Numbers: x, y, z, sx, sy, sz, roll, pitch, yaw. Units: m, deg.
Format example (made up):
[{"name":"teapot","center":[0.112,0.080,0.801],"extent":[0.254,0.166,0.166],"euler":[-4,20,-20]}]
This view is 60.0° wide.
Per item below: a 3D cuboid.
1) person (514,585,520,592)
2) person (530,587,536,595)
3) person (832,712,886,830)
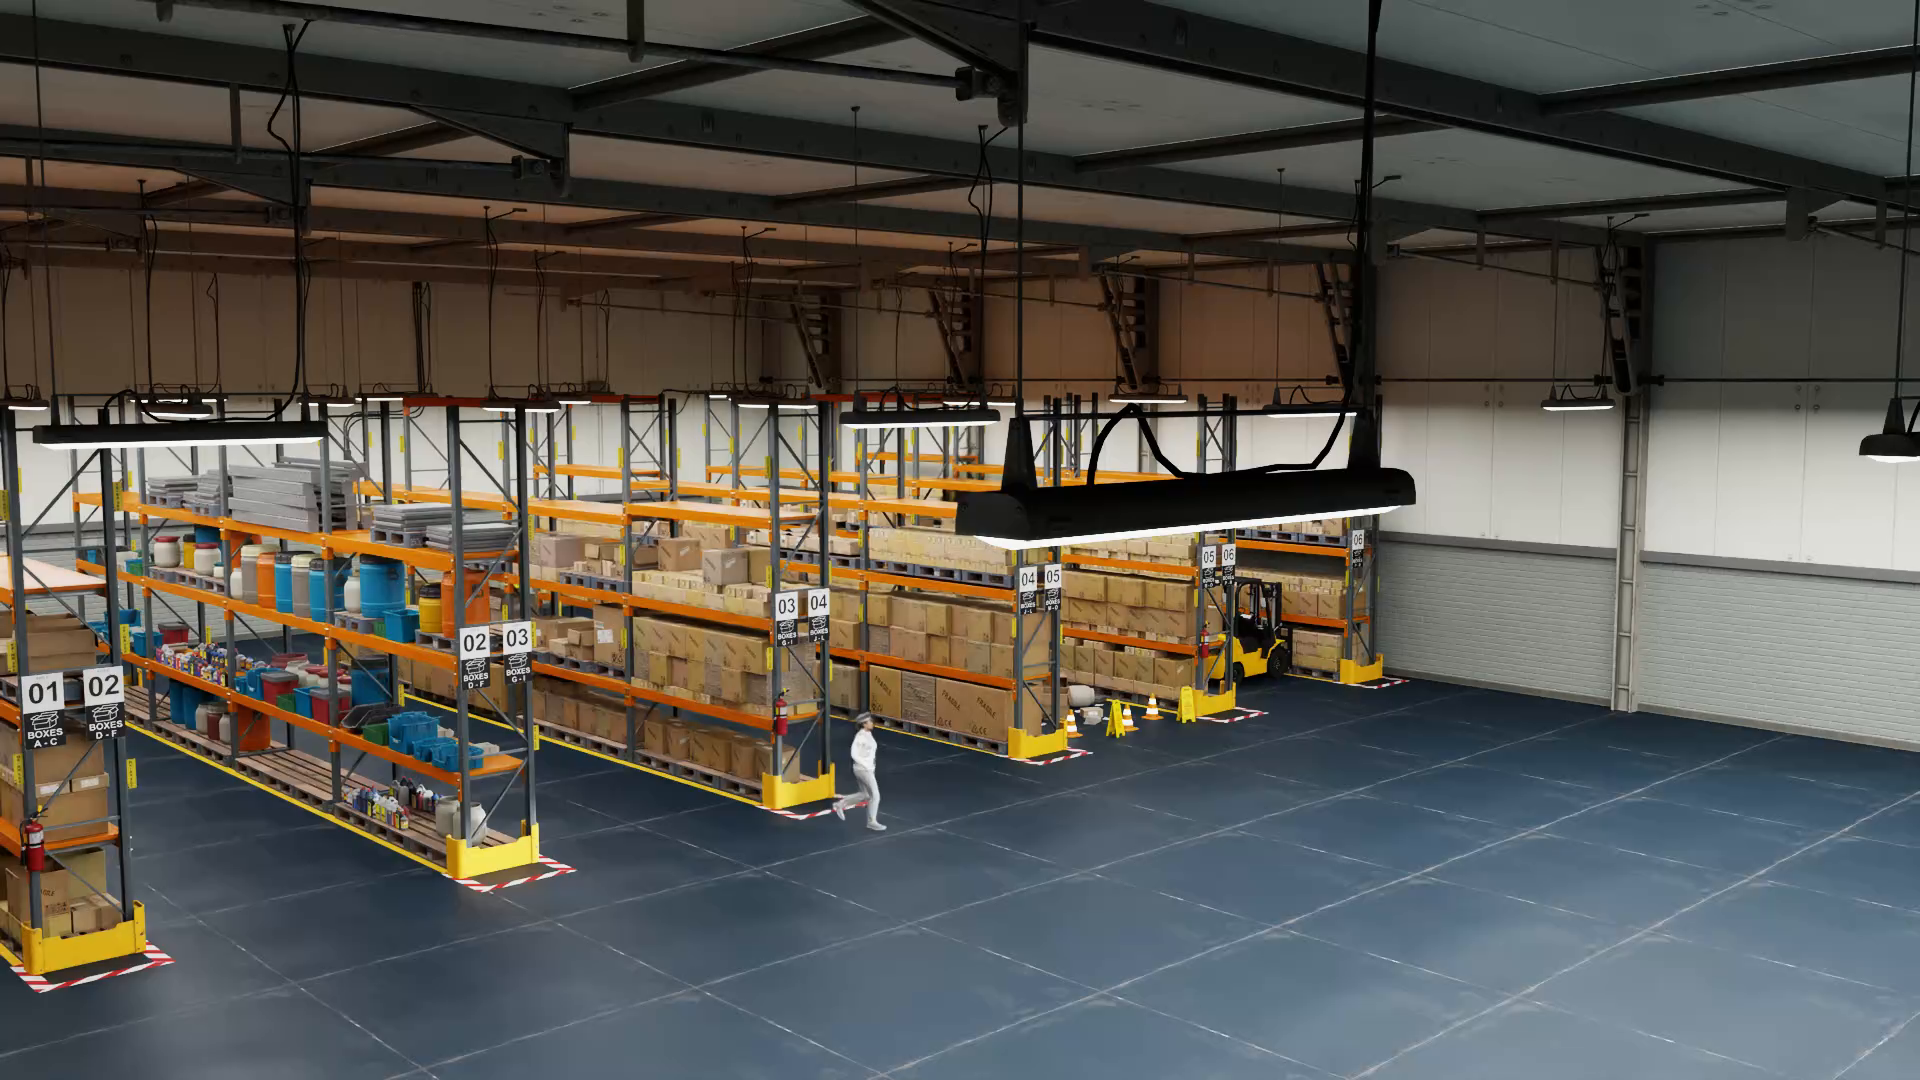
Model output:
[{"name":"person","center":[-10.085,1.853,37.613],"extent":[0.746,1.714,0.760],"euler":[-3,6,-27]},{"name":"person","center":[-10.402,1.534,40.844],"extent":[0.652,1.722,0.704],"euler":[-2,6,-17]},{"name":"person","center":[-1.414,3.249,23.527],"extent":[0.748,1.670,0.639],"euler":[0,6,2]}]
